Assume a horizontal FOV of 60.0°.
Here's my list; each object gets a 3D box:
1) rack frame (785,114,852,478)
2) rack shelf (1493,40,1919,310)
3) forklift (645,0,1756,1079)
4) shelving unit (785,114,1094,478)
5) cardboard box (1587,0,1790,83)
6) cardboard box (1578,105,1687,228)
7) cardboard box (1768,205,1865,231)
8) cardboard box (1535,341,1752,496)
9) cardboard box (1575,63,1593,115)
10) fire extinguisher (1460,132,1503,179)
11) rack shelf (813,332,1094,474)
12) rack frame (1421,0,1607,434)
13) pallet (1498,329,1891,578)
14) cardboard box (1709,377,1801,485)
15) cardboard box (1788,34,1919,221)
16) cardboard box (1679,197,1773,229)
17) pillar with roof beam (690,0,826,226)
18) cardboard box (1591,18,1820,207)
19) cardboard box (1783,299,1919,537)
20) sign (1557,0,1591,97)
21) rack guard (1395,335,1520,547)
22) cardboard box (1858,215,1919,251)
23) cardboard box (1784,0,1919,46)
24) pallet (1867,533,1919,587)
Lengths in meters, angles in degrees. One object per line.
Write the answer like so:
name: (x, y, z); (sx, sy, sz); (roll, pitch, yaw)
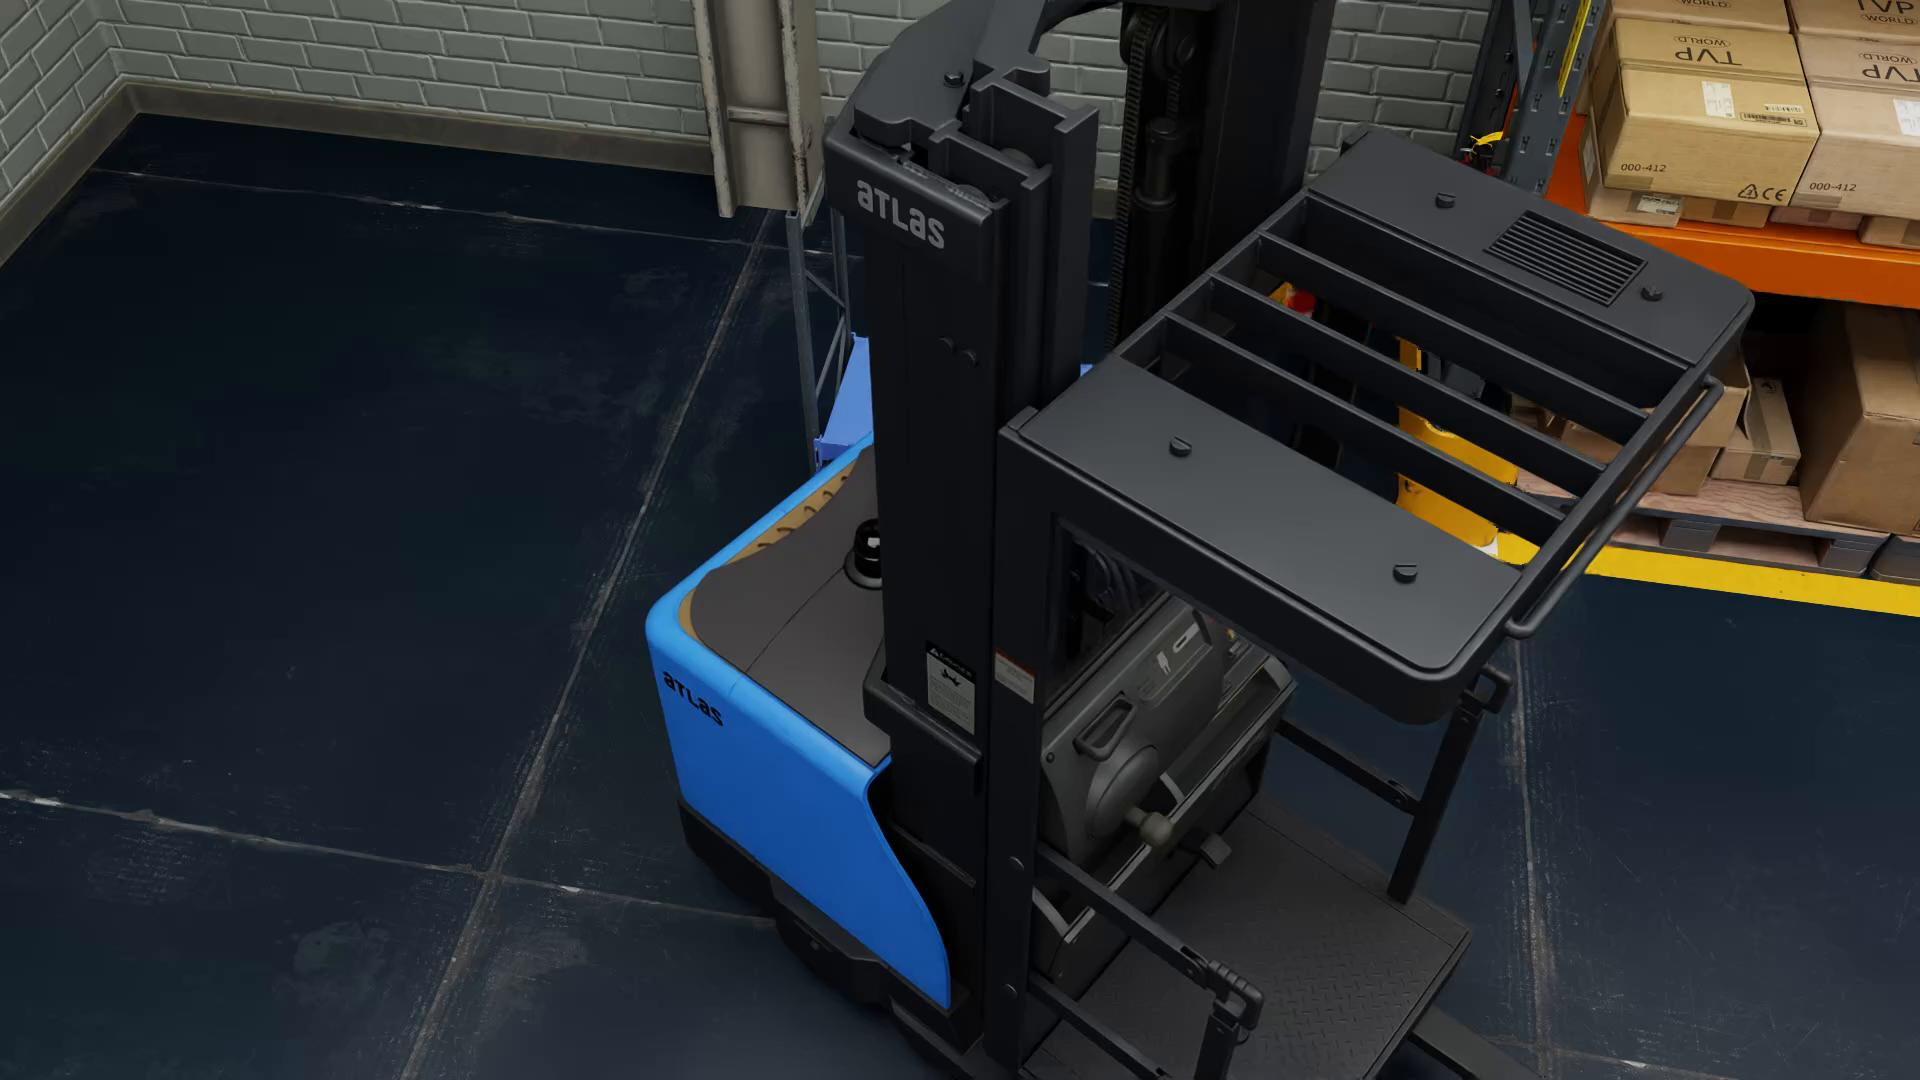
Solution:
rack frame: (-0.416, -0.557, 5.242); (0.032, 1.500, 0.500); (8, 49, 7)
rack shelf: (3.672, -0.925, 5.048); (4.000, 0.370, 1.077); (8, 49, 7)
forklift: (0.642, 0.359, 3.457); (3.031, 2.935, 1.130); (32, 56, 26)
shelving unit: (0.084, -0.490, 5.182); (1.048, 1.500, 0.538); (8, 49, 7)
cardboard box: (2.203, -1.613, 5.083); (0.500, 0.250, 0.500); (9, 49, 8)
cardboard box: (1.978, -1.102, 4.892); (0.250, 0.149, 0.380); (7, 48, 7)
cardboard box: (2.502, -1.093, 4.884); (0.250, 0.149, 0.380); (7, 48, 6)
cardboard box: (2.289, -0.586, 5.656); (0.637, 0.503, 0.797); (6, 48, 5)
cardboard box: (2.077, -1.499, 5.249); (0.250, 0.149, 0.380); (7, 48, 6)
fire extinguisher: (1.477, -0.961, 4.899); (0.183, 0.674, 0.296); (8, 49, 7)
rack shelf: (0.084, -0.370, 5.316); (1.000, 0.185, 0.538); (8, 49, 7)
rack frame: (1.704, -1.430, 5.018); (0.127, 3.000, 1.000); (8, 49, 7)
pallet: (2.563, -0.383, 5.953); (1.213, 0.211, 1.003); (8, 49, 7)
cardboard box: (2.700, -0.383, 5.711); (0.250, 0.149, 0.380); (6, 48, 5)
cardboard box: (2.598, -1.156, 4.673); (0.500, 0.250, 0.500); (8, 49, 7)
cardboard box: (2.237, -1.102, 4.892); (0.250, 0.149, 0.380); (9, 49, 8)
pillar with roof beam: (-1.555, -1.300, 0.869); (0.400, 9.000, 9.100); (8, 49, 7)
cardboard box: (2.102, -1.222, 4.732); (0.500, 0.250, 0.500); (8, 49, 7)
cardboard box: (3.123, -0.443, 5.530); (0.500, 0.500, 0.700); (9, 49, 8)
sign: (1.607, -1.322, 4.339); (0.005, 0.325, 0.100); (8, 49, 7)
rack guard: (1.778, -0.584, 5.939); (0.348, 0.500, 1.175); (8, 49, 7)
cardboard box: (2.739, -1.014, 4.814); (0.250, 0.149, 0.380); (9, 49, 8)
cardboard box: (2.711, -1.544, 5.021); (0.500, 0.250, 0.500); (8, 49, 7)
pallet: (3.760, -0.220, 5.806); (1.213, 0.211, 1.003); (8, 49, 7)
